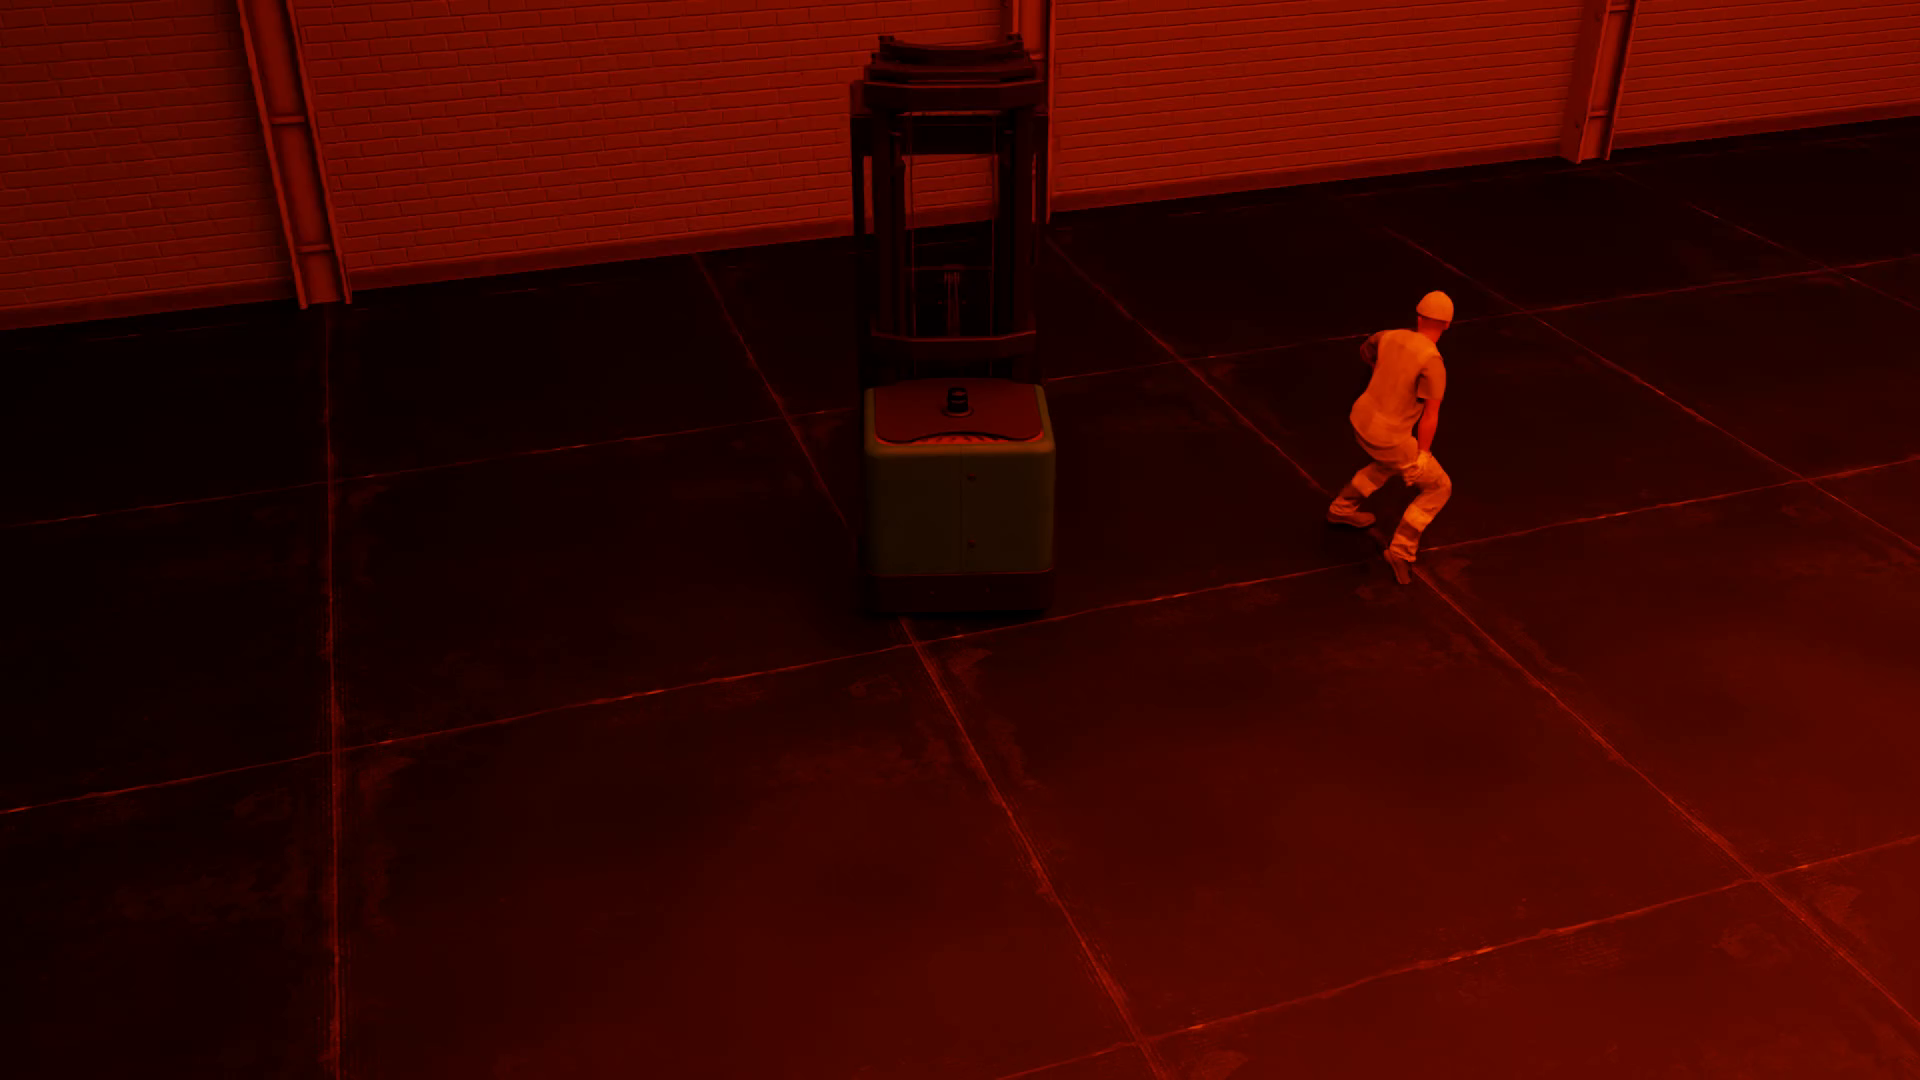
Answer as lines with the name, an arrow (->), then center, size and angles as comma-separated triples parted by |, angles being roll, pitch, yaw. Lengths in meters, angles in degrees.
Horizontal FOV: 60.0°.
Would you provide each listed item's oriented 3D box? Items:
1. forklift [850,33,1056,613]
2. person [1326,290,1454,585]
forklift -> -0.071, -1.567, 9.811 | 1.130, 2.935, 3.031 | -1, 30, -2
person -> 2.532, -0.586, 9.518 | 0.550, 1.688, 1.051 | -7, 31, -13
